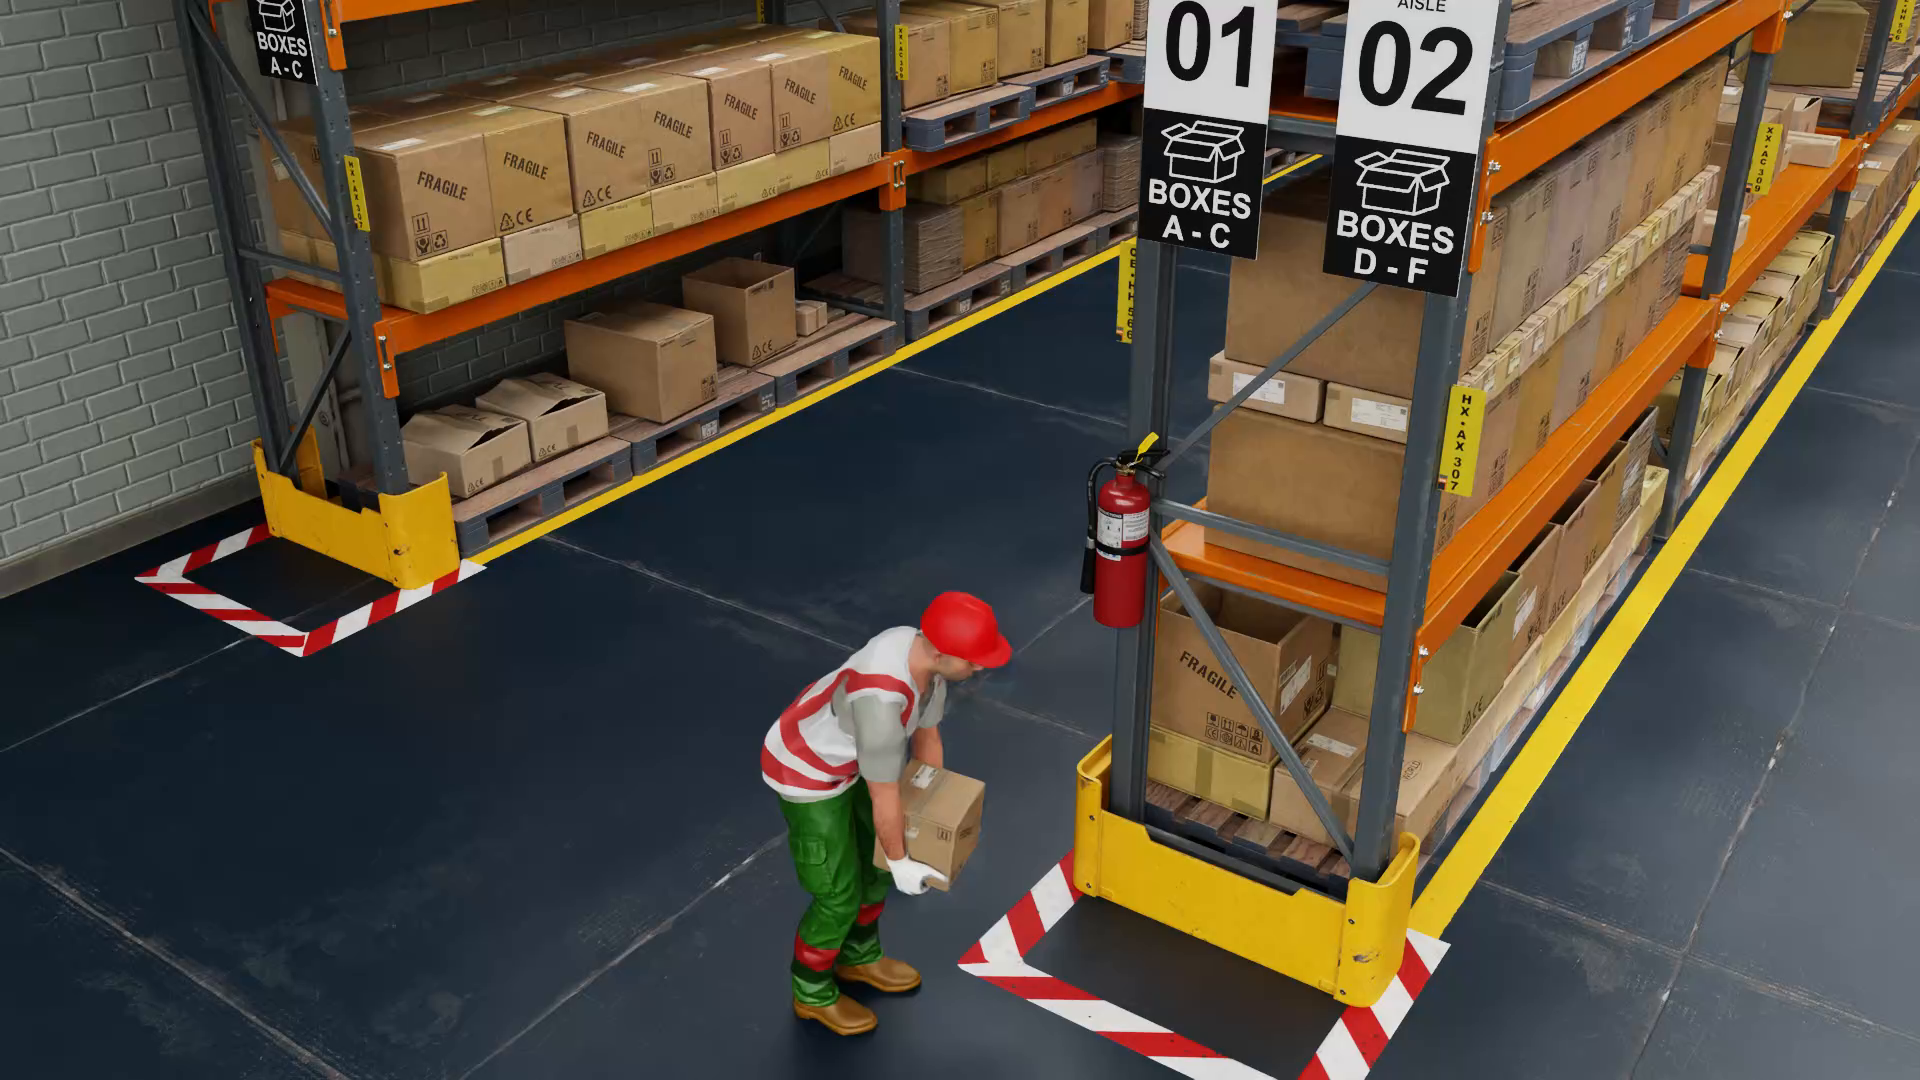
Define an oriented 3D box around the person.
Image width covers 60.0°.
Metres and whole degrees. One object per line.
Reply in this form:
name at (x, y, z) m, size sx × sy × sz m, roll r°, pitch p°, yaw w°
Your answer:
person at (-0.221, 0.827, 5.153) m, size 0.773 × 1.600 × 0.472 m, roll 10°, pitch 28°, yaw 19°
